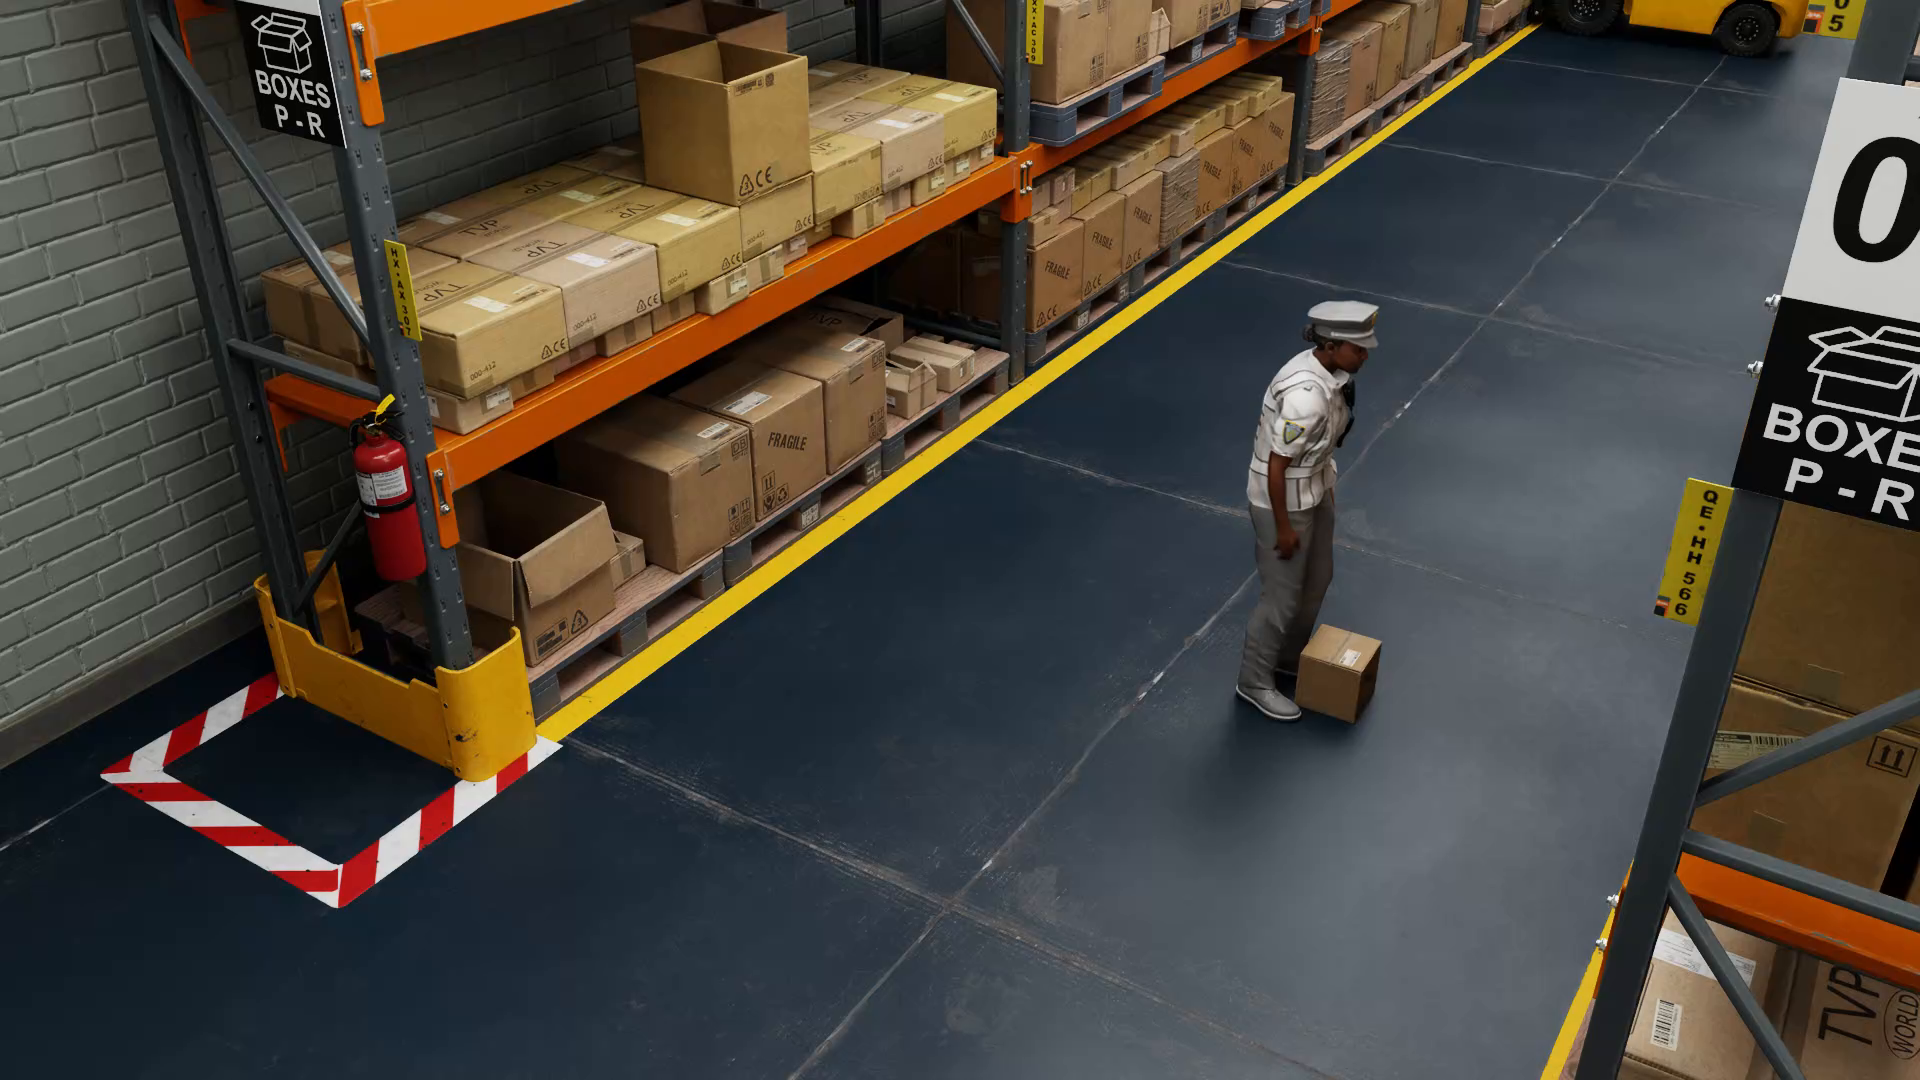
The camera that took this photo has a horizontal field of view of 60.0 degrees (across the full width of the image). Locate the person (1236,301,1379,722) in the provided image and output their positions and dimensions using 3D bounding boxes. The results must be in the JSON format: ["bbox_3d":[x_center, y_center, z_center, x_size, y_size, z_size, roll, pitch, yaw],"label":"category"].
[{"bbox_3d":[1.311,-0.131,6.355,0.417,1.657,0.515,17,35,27],"label":"person"}]
